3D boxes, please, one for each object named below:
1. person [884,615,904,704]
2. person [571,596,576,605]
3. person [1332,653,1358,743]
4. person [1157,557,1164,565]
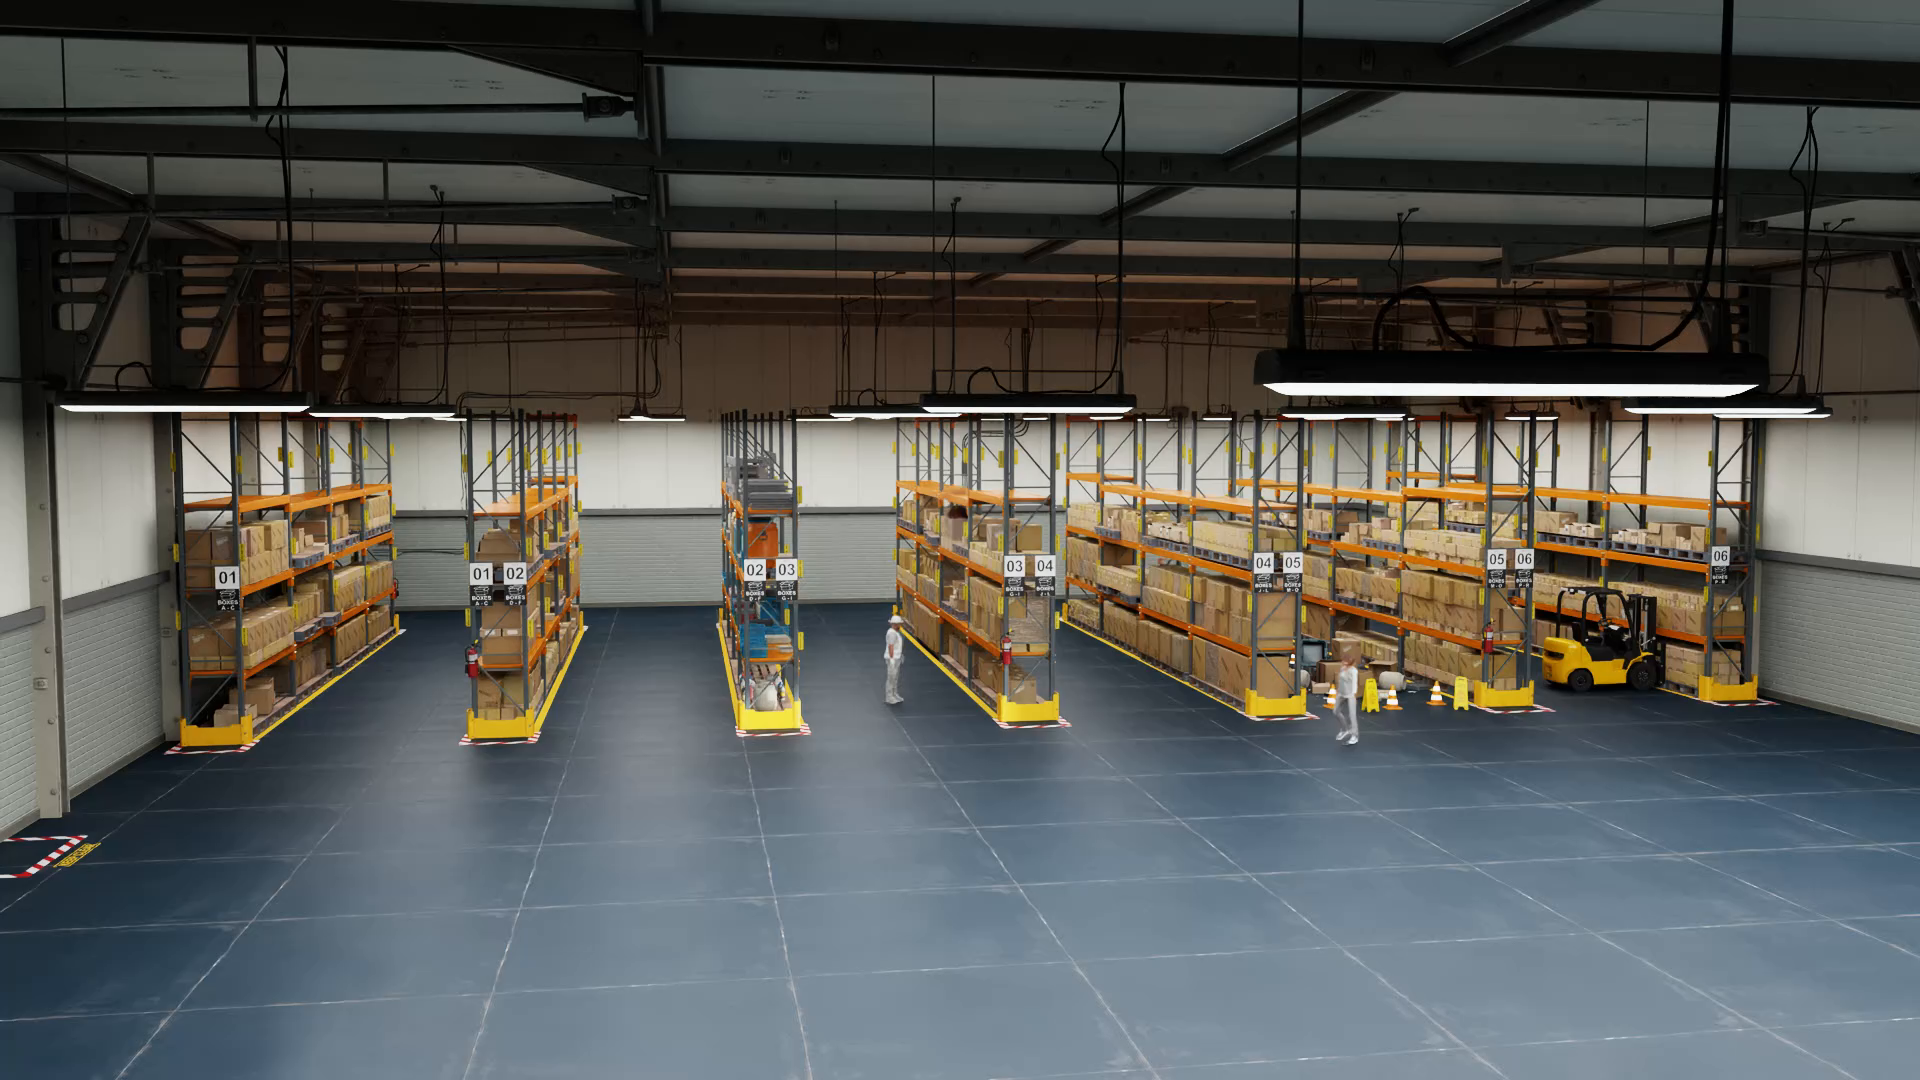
[{"bbox_3d":[-1.361,2.444,34.208,0.411,1.799,0.588,0,4,3],"label":"person"},{"bbox_3d":[-11.253,1.514,47.437,0.568,1.758,0.620,-1,4,-7],"label":"person"},{"bbox_3d":[6.947,2.829,29.878,0.359,1.591,0.488,-3,5,-34],"label":"person"},{"bbox_3d":[6.119,1.349,50.499,0.845,1.682,0.557,-1,4,-15],"label":"person"}]
